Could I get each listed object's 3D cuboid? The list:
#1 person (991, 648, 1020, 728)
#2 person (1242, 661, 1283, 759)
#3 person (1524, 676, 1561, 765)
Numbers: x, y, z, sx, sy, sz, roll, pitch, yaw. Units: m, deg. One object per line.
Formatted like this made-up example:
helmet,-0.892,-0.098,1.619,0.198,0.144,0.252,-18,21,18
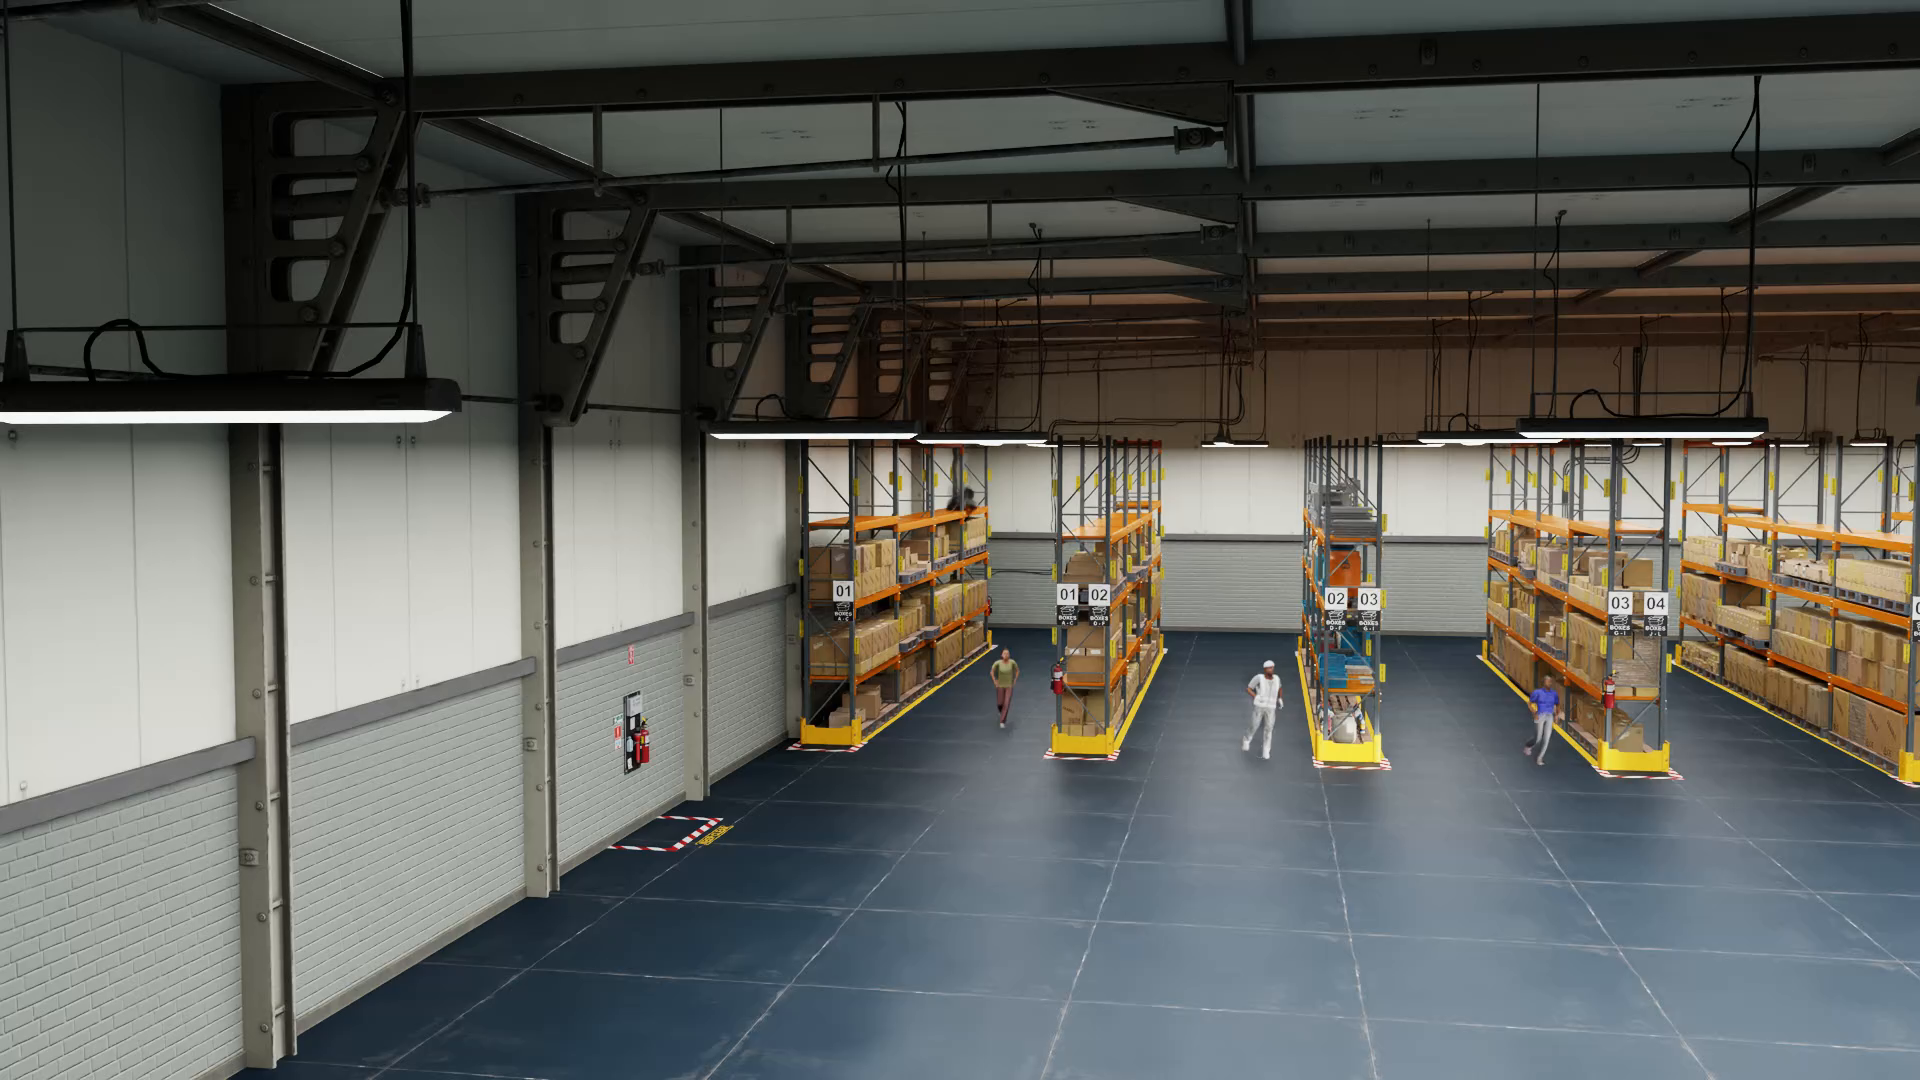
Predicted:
person,0.939,3.048,34.543,0.602,1.639,0.676,0,3,-3
person,5.733,3.142,31.121,0.740,1.771,0.963,0,3,-7
person,10.694,3.279,30.438,0.603,1.605,0.595,0,3,-2
